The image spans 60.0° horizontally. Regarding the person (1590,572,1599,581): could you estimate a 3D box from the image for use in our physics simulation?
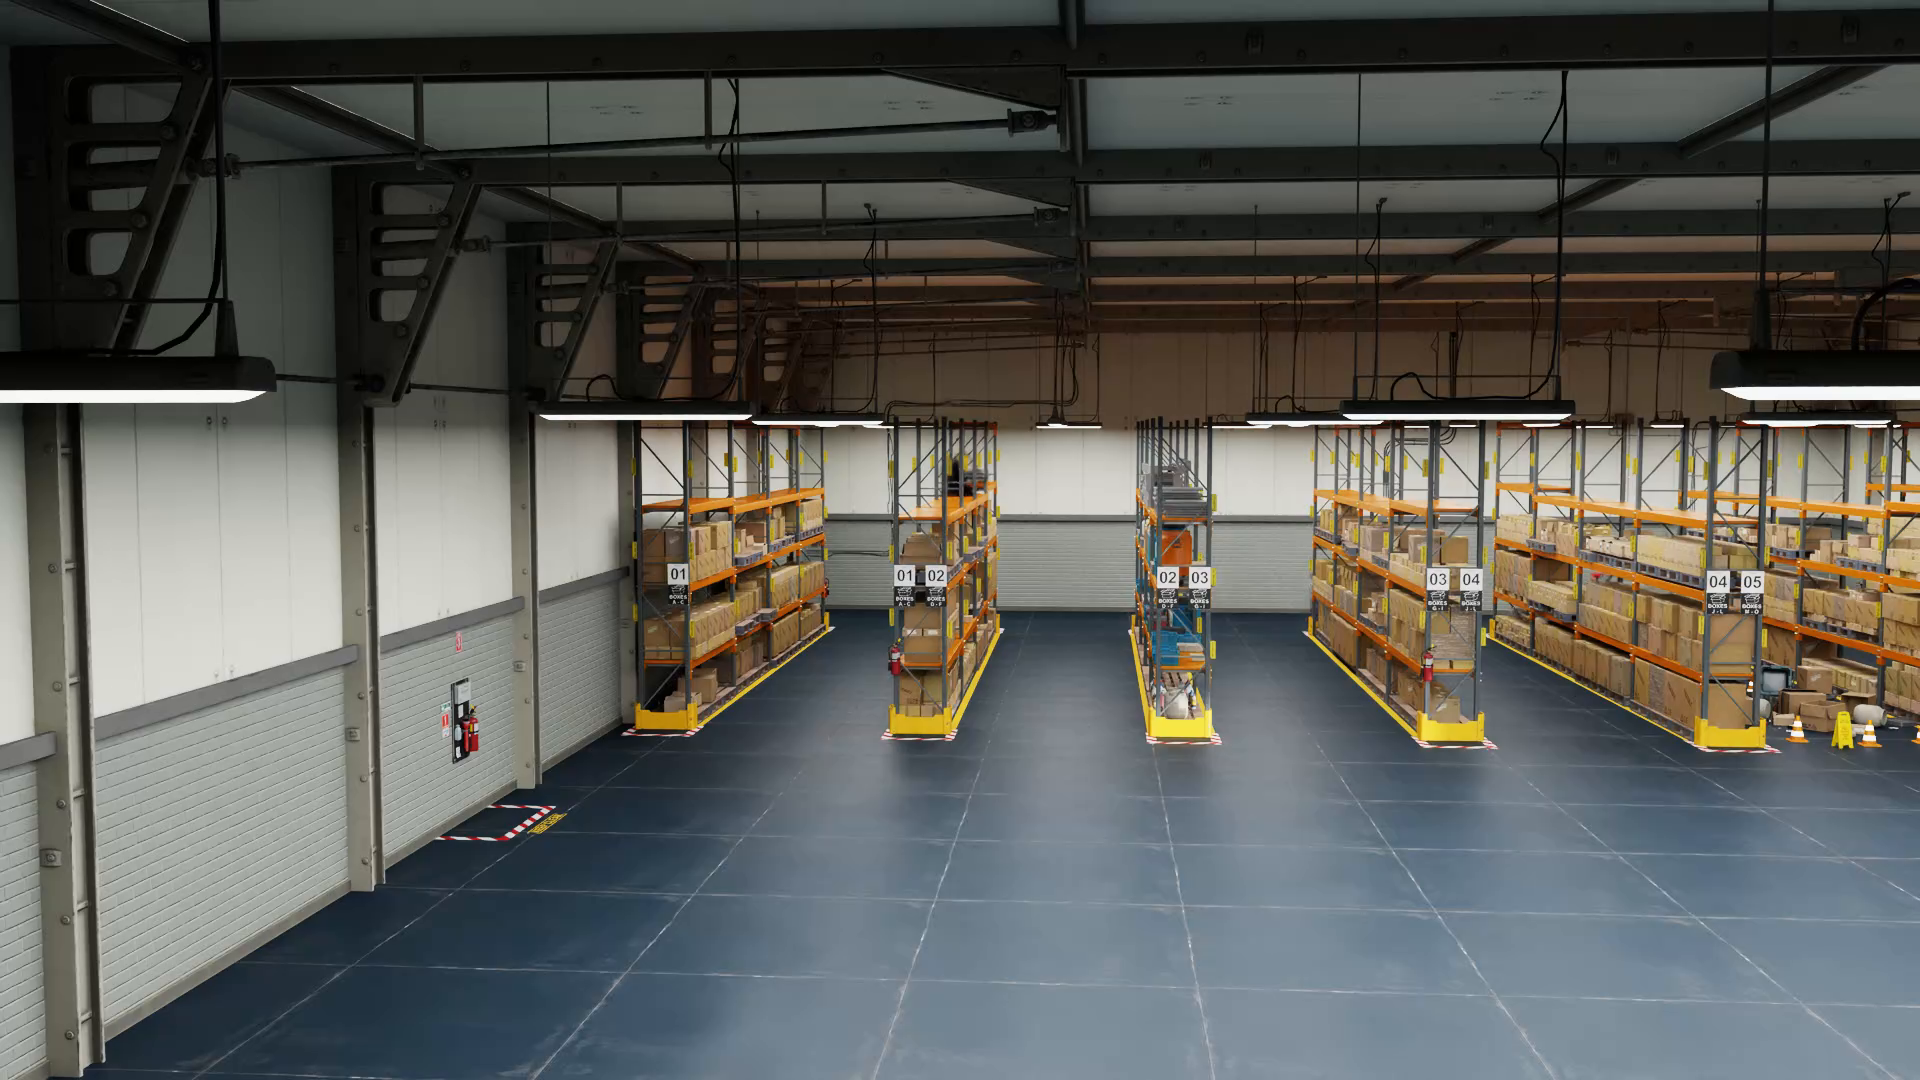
[{"bbox_3d":[18.137,1.765,47.420,0.672,1.730,0.683,1,4,10],"label":"person"}]

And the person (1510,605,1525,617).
[{"bbox_3d":[15.854,1.801,47.245,0.858,1.659,0.590,3,5,35],"label":"person"}]
